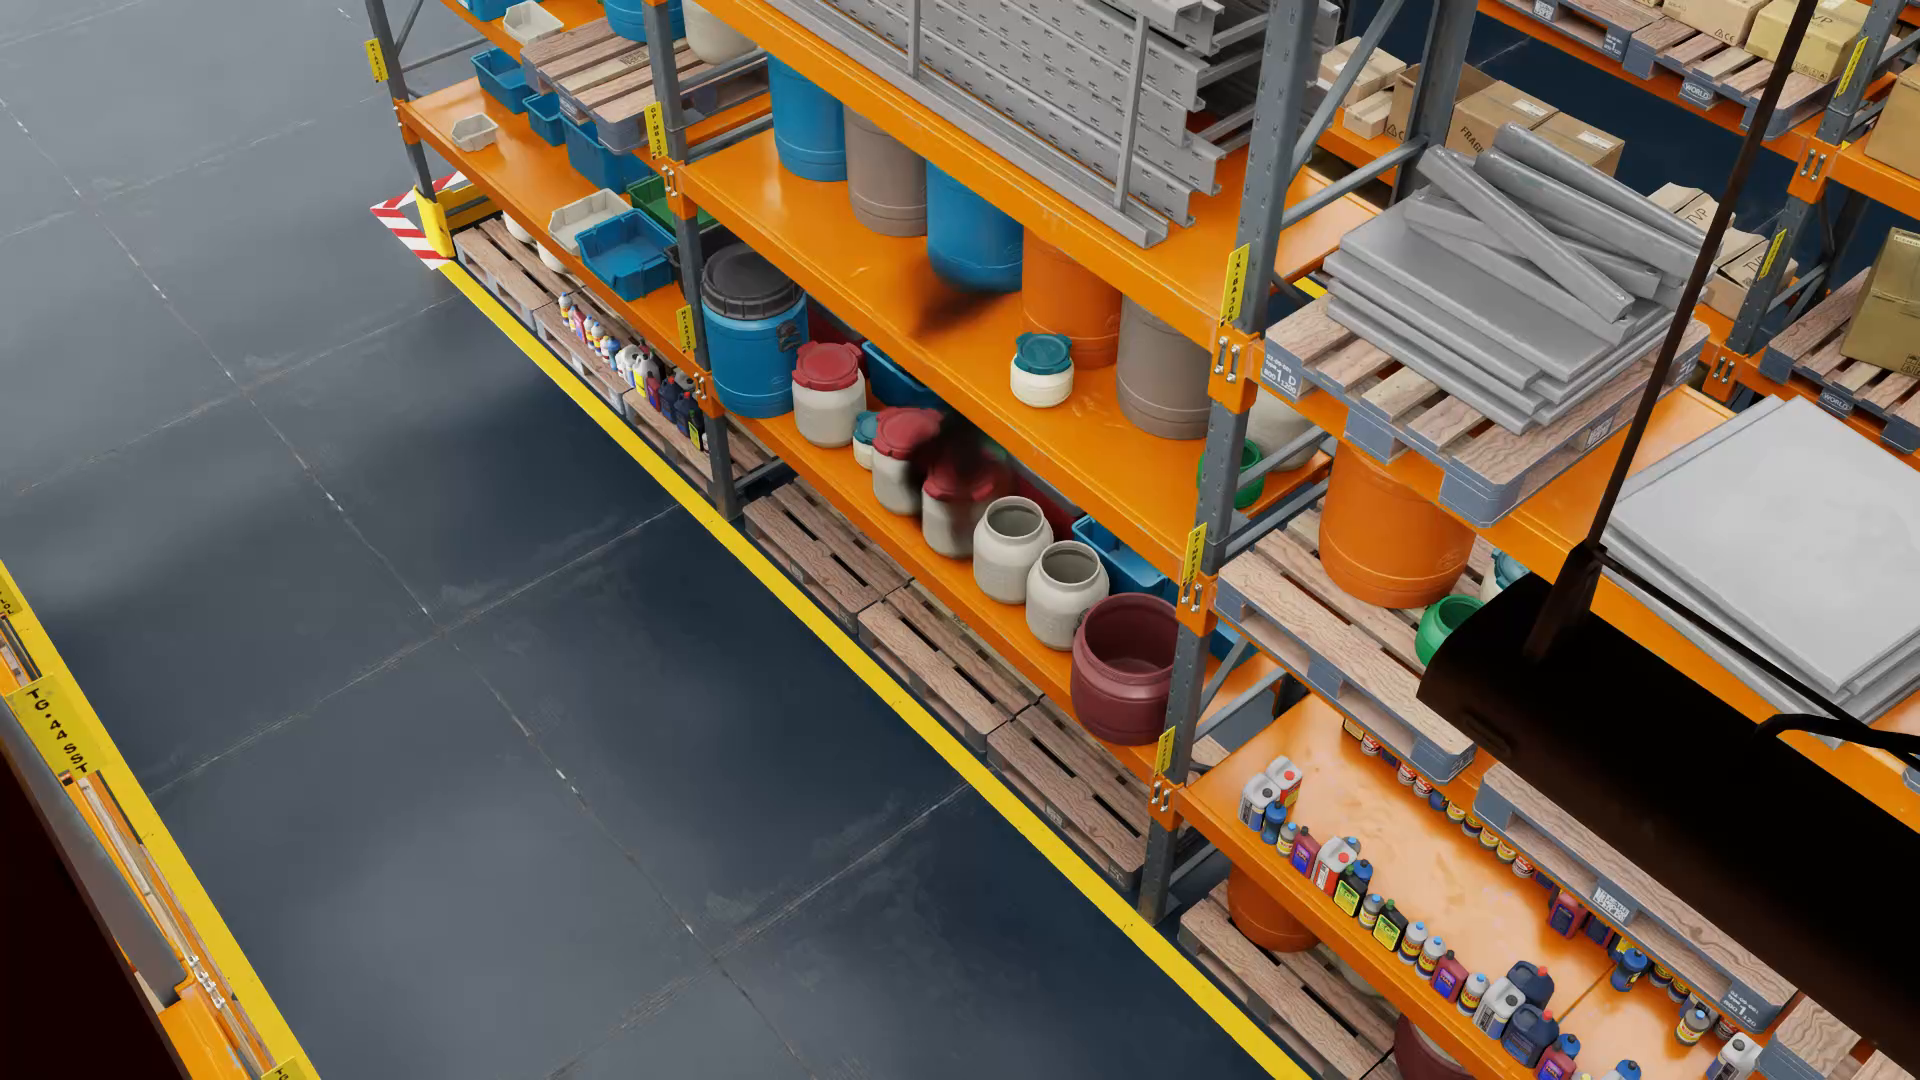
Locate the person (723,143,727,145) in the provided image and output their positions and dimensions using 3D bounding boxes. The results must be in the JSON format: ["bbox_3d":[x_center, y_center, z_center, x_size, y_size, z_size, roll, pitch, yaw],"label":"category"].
[{"bbox_3d":[-1.935,-3.995,13.593,0.805,1.735,0.723,-3,47,-3],"label":"person"}]
